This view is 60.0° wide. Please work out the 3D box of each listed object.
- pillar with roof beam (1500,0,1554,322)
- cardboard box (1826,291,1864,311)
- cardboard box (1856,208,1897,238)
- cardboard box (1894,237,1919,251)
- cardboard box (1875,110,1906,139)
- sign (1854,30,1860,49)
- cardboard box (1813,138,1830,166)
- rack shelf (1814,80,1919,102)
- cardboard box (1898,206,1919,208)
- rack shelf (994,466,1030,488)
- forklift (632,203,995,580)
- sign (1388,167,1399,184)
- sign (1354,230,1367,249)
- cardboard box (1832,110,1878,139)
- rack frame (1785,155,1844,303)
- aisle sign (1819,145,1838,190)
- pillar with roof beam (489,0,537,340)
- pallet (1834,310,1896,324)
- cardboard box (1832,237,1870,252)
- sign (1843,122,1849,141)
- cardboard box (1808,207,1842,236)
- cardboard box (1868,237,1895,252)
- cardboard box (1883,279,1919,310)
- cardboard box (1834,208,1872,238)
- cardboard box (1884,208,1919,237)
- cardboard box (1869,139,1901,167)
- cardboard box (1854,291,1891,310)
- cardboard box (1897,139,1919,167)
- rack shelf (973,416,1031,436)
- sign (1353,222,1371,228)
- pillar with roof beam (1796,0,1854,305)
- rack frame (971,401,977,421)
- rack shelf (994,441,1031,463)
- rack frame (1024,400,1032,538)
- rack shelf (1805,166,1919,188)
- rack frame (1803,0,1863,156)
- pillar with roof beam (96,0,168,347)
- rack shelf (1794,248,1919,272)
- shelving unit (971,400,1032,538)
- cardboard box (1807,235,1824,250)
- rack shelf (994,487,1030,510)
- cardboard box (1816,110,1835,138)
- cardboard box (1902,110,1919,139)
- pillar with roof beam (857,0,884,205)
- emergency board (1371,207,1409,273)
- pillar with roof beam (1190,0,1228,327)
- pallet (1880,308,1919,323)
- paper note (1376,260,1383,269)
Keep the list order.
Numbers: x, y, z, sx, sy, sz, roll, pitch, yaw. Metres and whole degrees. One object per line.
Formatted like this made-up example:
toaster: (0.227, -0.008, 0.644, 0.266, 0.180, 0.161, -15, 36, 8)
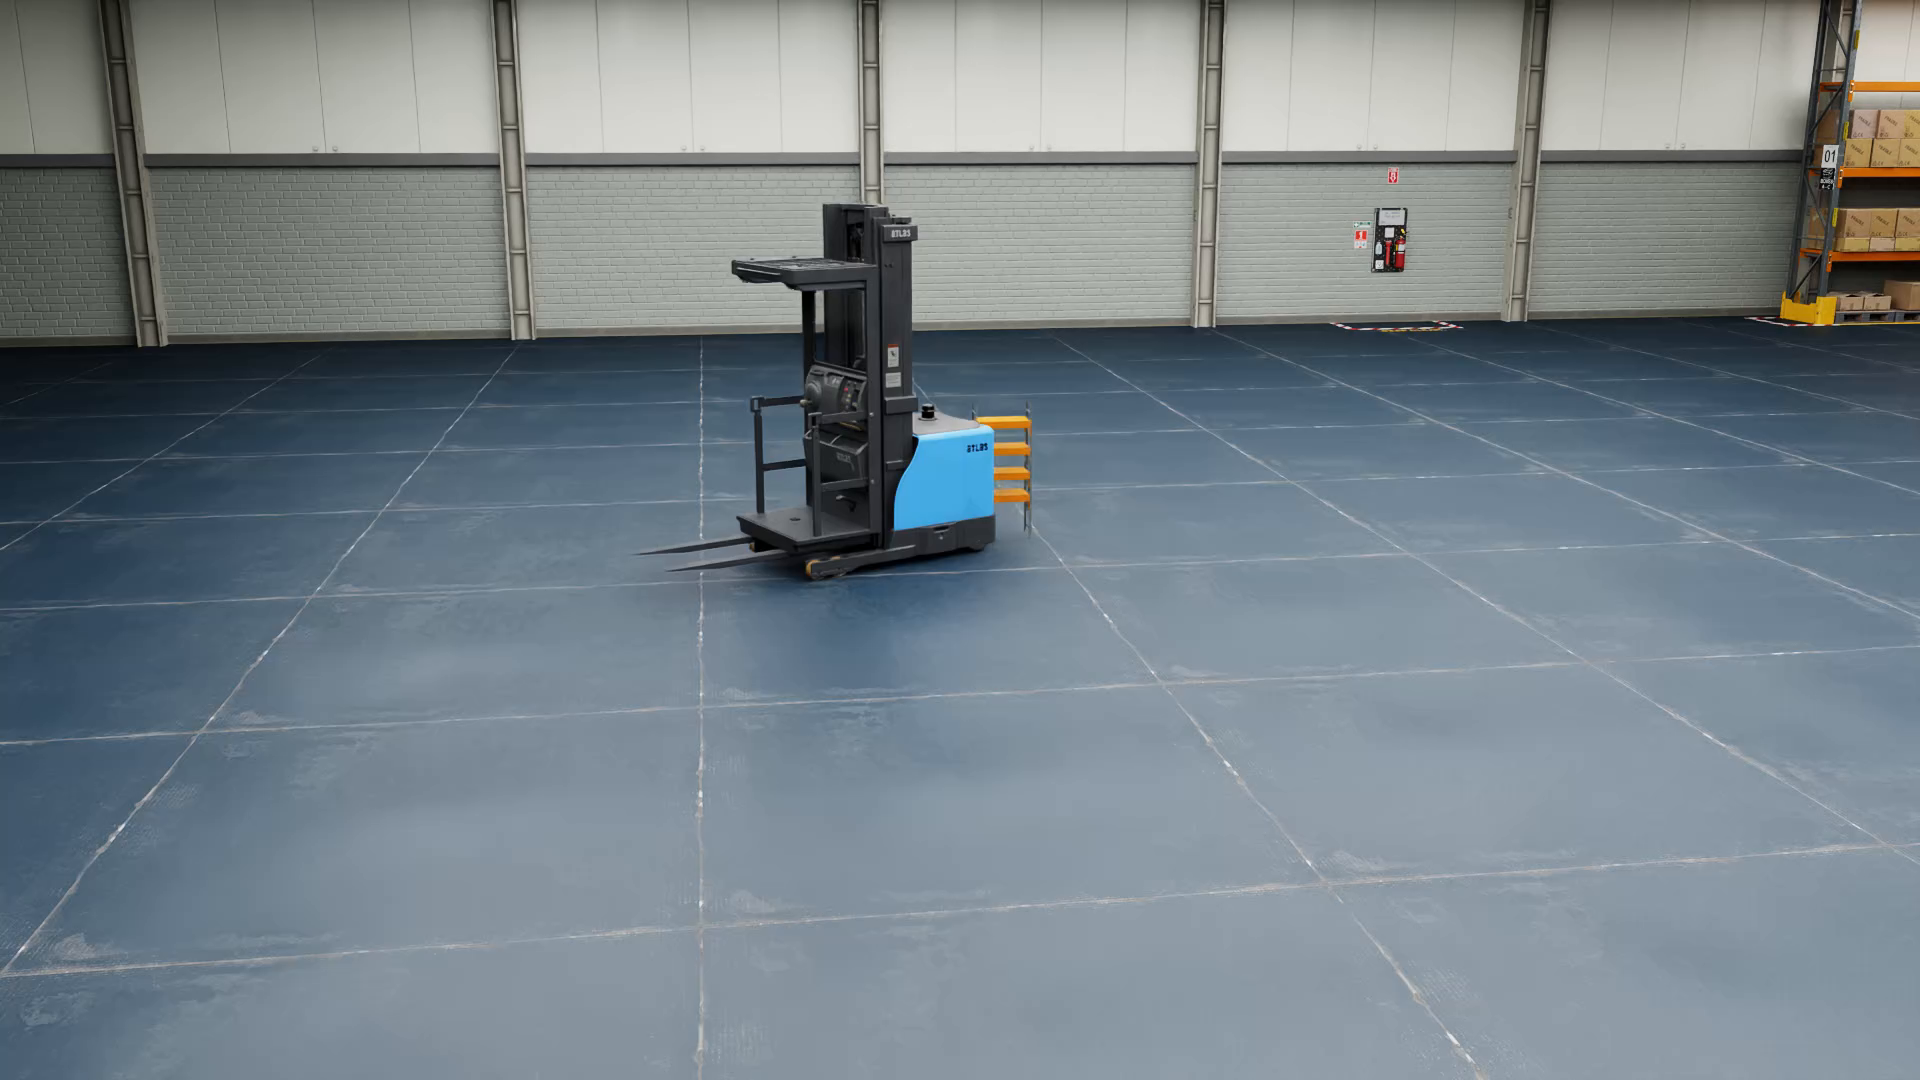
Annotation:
pillar with roof beam: (10.981, -7.429, 25.846, 0.400, 9.000, 9.100, -2, 14, -8)
cardboard box: (16.407, -4.451, 30.928, 0.500, 0.311, 0.500, -4, 15, -15)
cardboard box: (16.717, -5.800, 30.408, 0.500, 0.500, 0.500, -2, 14, -8)
cardboard box: (17.255, -5.456, 30.579, 0.500, 0.250, 0.500, -2, 14, -9)
cardboard box: (16.630, -7.498, 29.987, 0.500, 0.500, 0.500, -2, 14, -9)
sign: (15.790, -8.810, 29.268, 0.005, 0.325, 0.100, -2, 14, -8)
cardboard box: (16.084, -7.128, 30.565, 0.500, 0.500, 0.500, -1, 14, -4)
rack shelf: (17.687, -8.171, 30.288, 4.000, 0.370, 1.077, -2, 14, -8)
cardboard box: (17.652, -5.962, 31.053, 0.500, 0.500, 0.500, -2, 14, -8)
rack shelf: (0.365, -0.555, 14.747, 0.480, 0.148, 0.258, -2, 14, -8)
forklift: (-1.203, -1.241, 13.644, 3.031, 2.935, 1.130, -9, 17, -33)
sign: (7.868, -6.623, 30.197, 0.199, 0.298, 0.001, -2, 14, -8)
sign: (7.328, -5.497, 30.399, 0.234, 0.329, 0.001, -2, 14, -8)
cardboard box: (16.127, -7.492, 29.963, 0.500, 0.500, 0.500, -3, 14, -12)
rack frame: (15.709, -5.539, 30.641, 0.127, 3.000, 1.000, -2, 14, -8)
aisle sign: (15.683, -6.725, 30.027, 0.004, 0.787, 0.394, -2, 14, -8)
pillar with roof beam: (-6.818, -6.777, 23.245, 0.400, 9.000, 9.100, -2, 14, -8)
pallet: (16.593, -4.210, 31.075, 1.213, 0.211, 1.003, -2, 14, -8)
cardboard box: (16.239, -5.417, 30.423, 0.500, 0.250, 0.500, -3, 14, -10)
sign: (15.790, -7.287, 29.649, 0.005, 0.325, 0.100, -2, 14, -8)
cardboard box: (16.144, -5.908, 30.838, 0.500, 0.500, 0.500, -2, 14, -9)
cardboard box: (16.751, -5.439, 30.512, 0.500, 0.250, 0.500, -3, 14, -10)
cardboard box: (17.704, -4.578, 31.046, 0.500, 0.500, 0.700, -3, 14, -12)
cardboard box: (16.226, -5.784, 30.346, 0.500, 0.500, 0.500, -2, 14, -8)
cardboard box: (17.228, -5.817, 30.477, 0.500, 0.500, 0.500, -3, 14, -10)
cardboard box: (16.614, -7.015, 30.114, 0.500, 0.500, 0.500, -1, 14, -5)
cardboard box: (16.971, -4.472, 31.011, 0.500, 0.311, 0.500, -1, 14, -4)
cardboard box: (17.127, -7.035, 30.192, 0.500, 0.500, 0.500, -1, 14, -6)
rack shelf: (0.365, -1.002, 14.635, 0.480, 0.148, 0.258, -2, 14, -8)
sign: (7.334, -5.752, 30.327, 0.331, 0.109, 0.001, -2, 14, -8)
pillar with roof beam: (16.914, -7.647, 26.713, 0.400, 9.000, 9.100, -2, 14, -8)
rack frame: (0.124, -0.612, 14.695, 0.015, 1.200, 0.240, -2, 14, -8)
rack shelf: (0.365, -0.772, 14.692, 0.480, 0.148, 0.258, -2, 14, -8)
rack frame: (0.606, -0.629, 14.765, 0.015, 1.200, 0.240, -2, 14, -8)
rack shelf: (17.687, -6.717, 30.653, 4.000, 0.370, 1.077, -2, 14, -8)
rack frame: (15.709, -8.449, 29.911, 0.127, 3.000, 1.000, -2, 14, -8)
pillar with roof beam: (-12.751, -6.559, 22.378, 0.400, 9.000, 9.100, -2, 14, -8)
rack shelf: (17.687, -5.262, 31.018, 4.000, 0.370, 1.077, -2, 14, -8)
shelving unit: (0.365, -0.621, 14.730, 0.503, 1.200, 0.258, -2, 14, -8)
cardboard box: (16.143, -5.539, 30.910, 0.500, 0.250, 0.500, -2, 14, -7)
rack shelf: (0.365, -0.363, 14.795, 0.480, 0.148, 0.258, -2, 14, -8)
cardboard box: (16.097, -7.615, 30.453, 0.500, 0.500, 0.500, -1, 14, -6)
cardboard box: (17.135, -7.520, 30.071, 0.500, 0.500, 0.500, -2, 14, -7)
pillar with roof beam: (-0.885, -6.994, 24.112, 0.400, 9.000, 9.100, -2, 14, -8)
emergency board: (7.890, -5.474, 30.384, 0.643, 1.169, 0.194, -2, 14, -8)
pillar with roof beam: (5.048, -7.212, 24.979, 0.400, 9.000, 9.100, -2, 14, -8)
pallet: (17.797, -4.253, 31.248, 1.213, 0.211, 1.003, -2, 14, -8)
paper note: (7.705, -5.057, 30.532, 0.142, 0.148, 0.016, -2, 14, -8)
